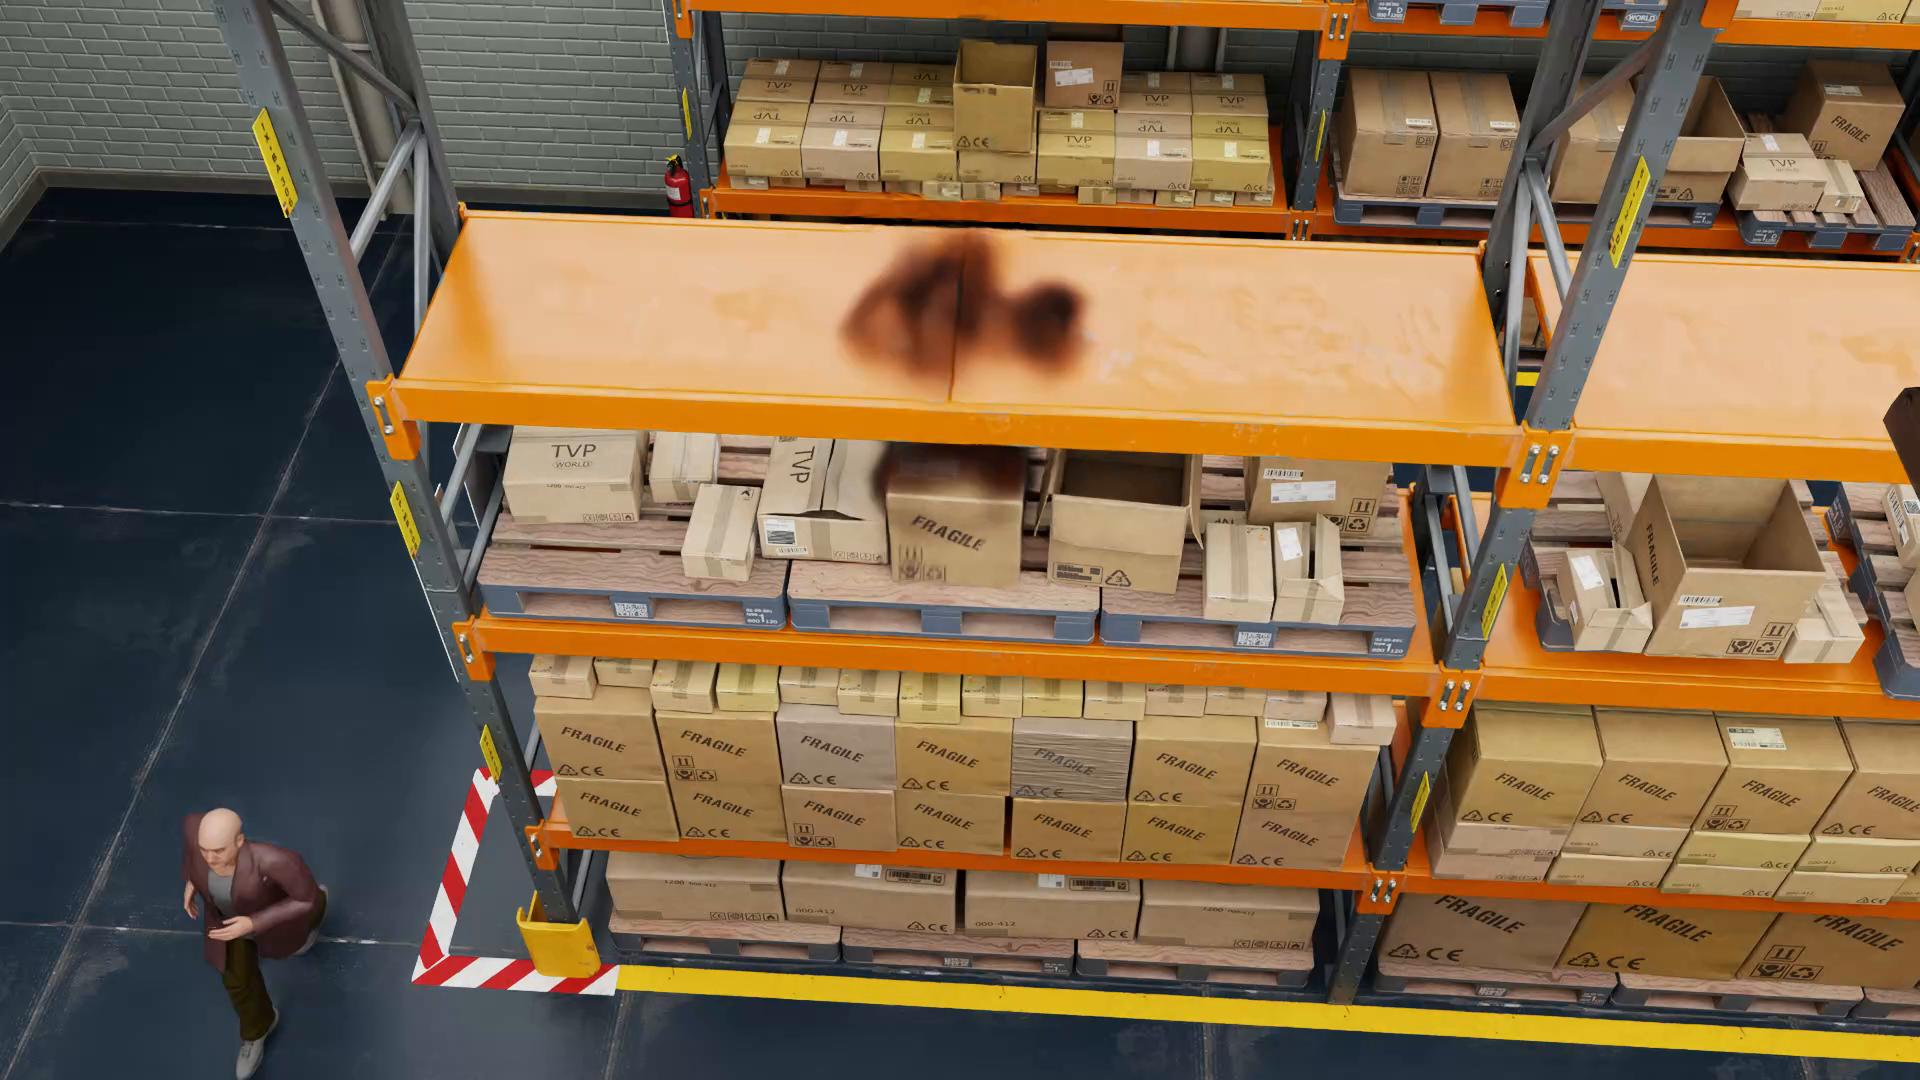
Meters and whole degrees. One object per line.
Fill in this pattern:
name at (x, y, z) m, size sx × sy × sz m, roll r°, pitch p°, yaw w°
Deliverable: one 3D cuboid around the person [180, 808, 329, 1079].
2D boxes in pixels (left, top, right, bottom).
person at (-3.301, 1.777, 7.961) m, size 0.722 × 1.785 × 0.990 m, roll 6°, pitch 48°, yaw 6°
